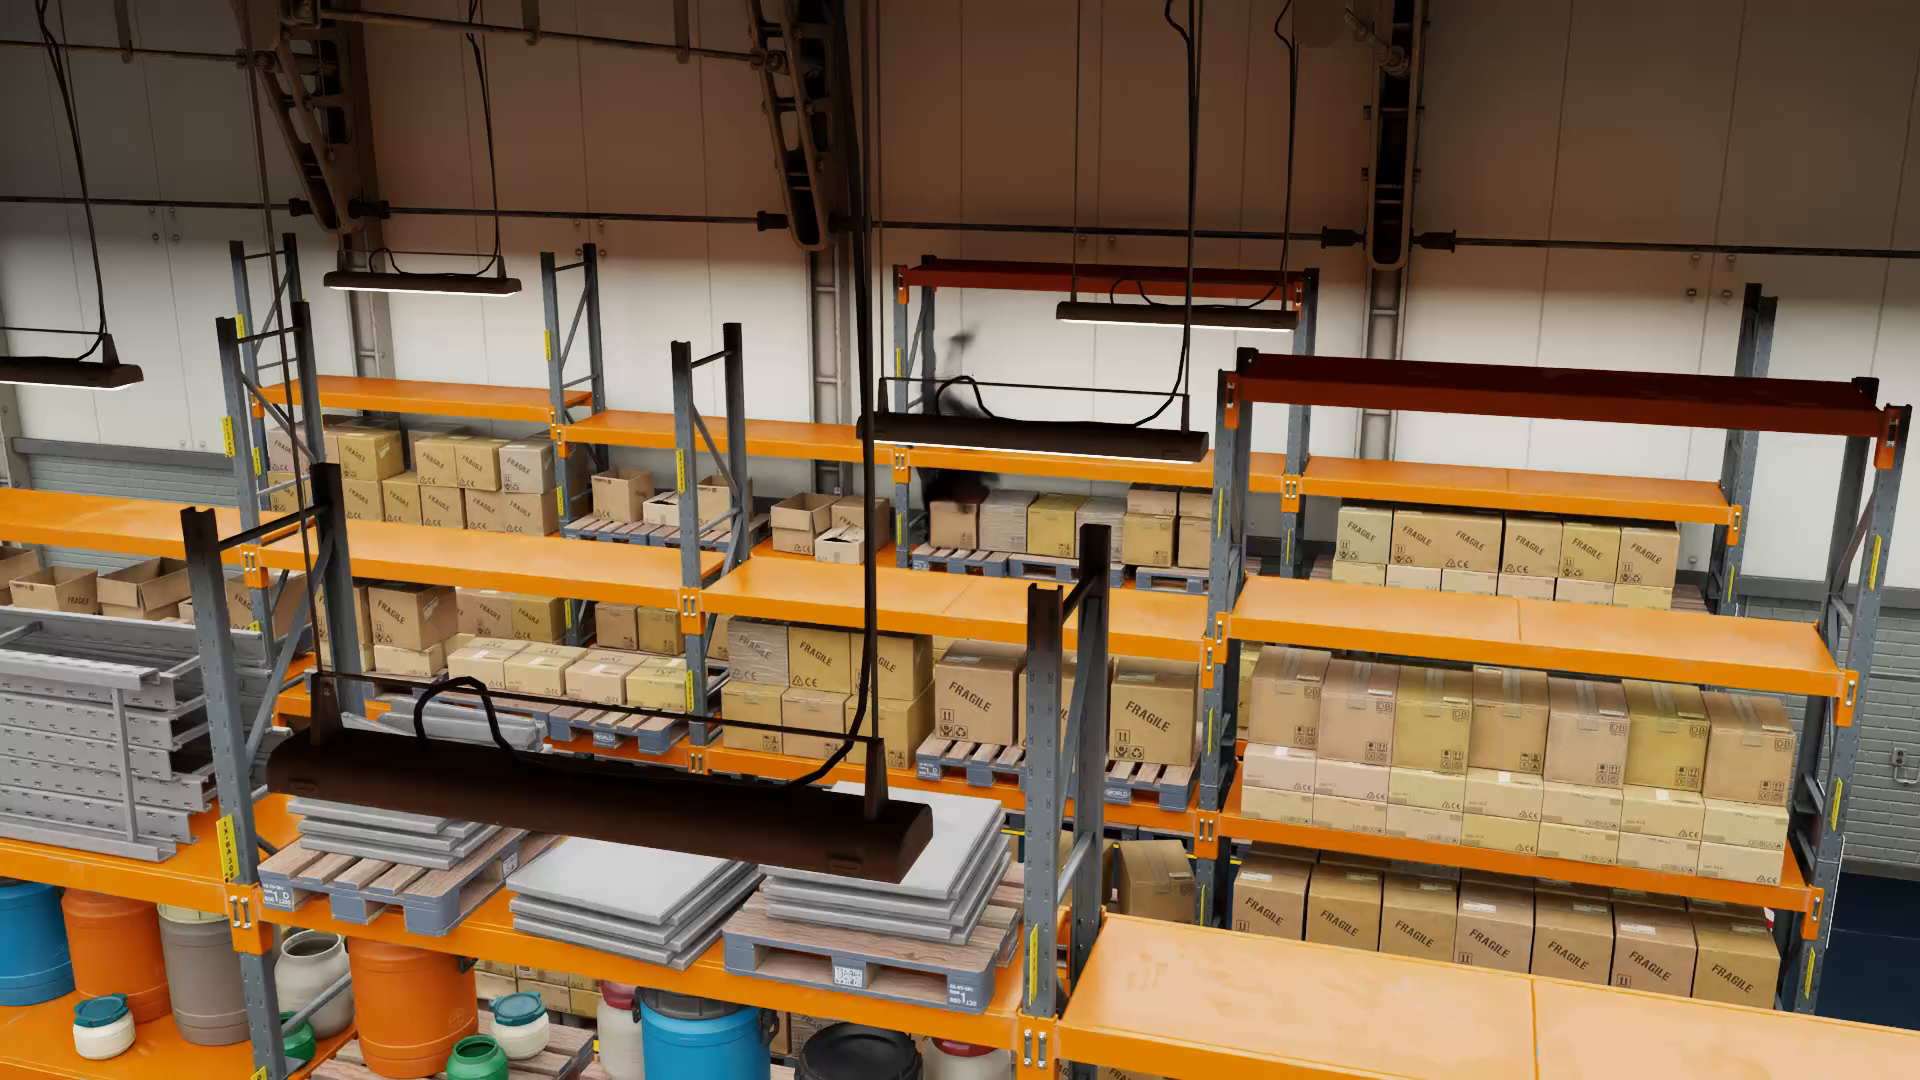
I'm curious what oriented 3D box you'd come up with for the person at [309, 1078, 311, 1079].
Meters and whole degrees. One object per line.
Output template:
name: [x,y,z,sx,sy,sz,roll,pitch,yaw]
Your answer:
person: [-4.698,4.132,11.402,0.904,1.633,0.583,4,17,13]
